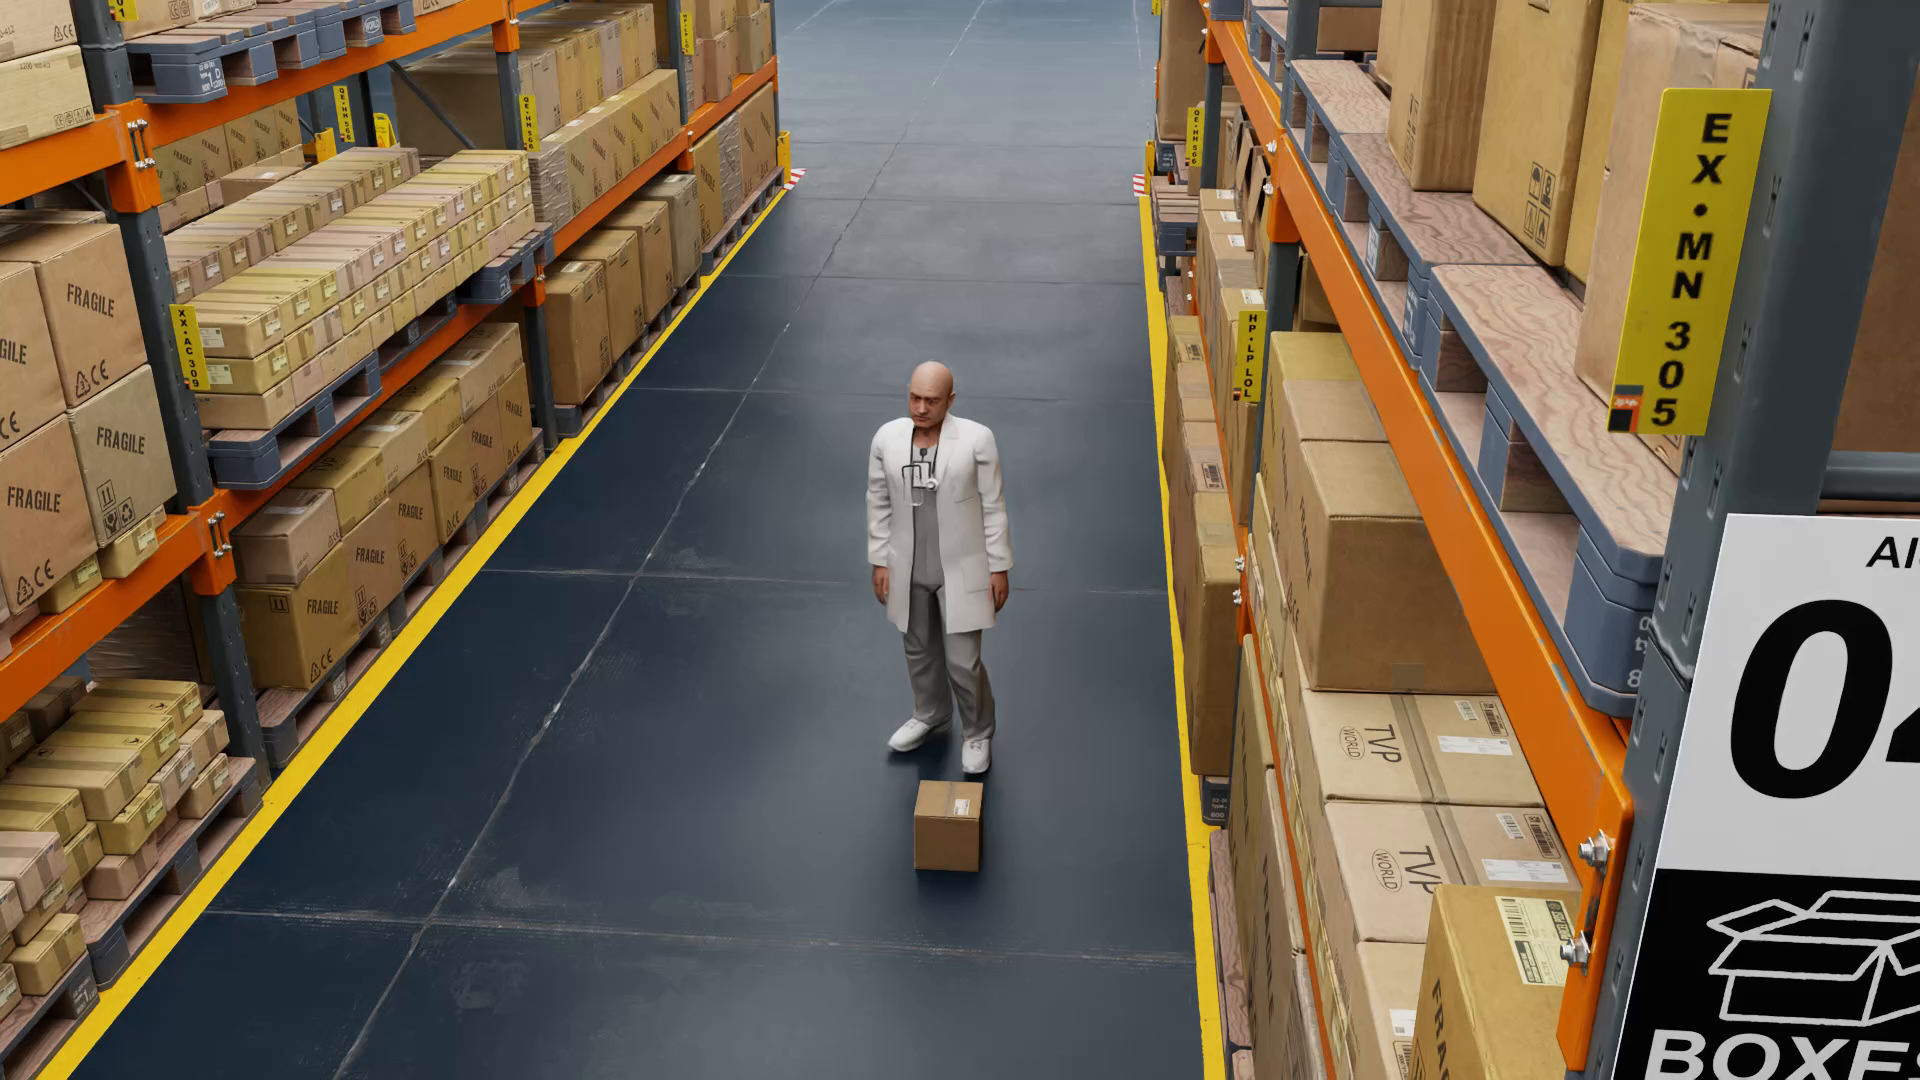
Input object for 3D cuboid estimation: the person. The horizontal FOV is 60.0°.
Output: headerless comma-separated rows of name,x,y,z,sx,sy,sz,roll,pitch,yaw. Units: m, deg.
person,-0.087,0.108,6.828,0.628,1.770,0.520,7,25,16
